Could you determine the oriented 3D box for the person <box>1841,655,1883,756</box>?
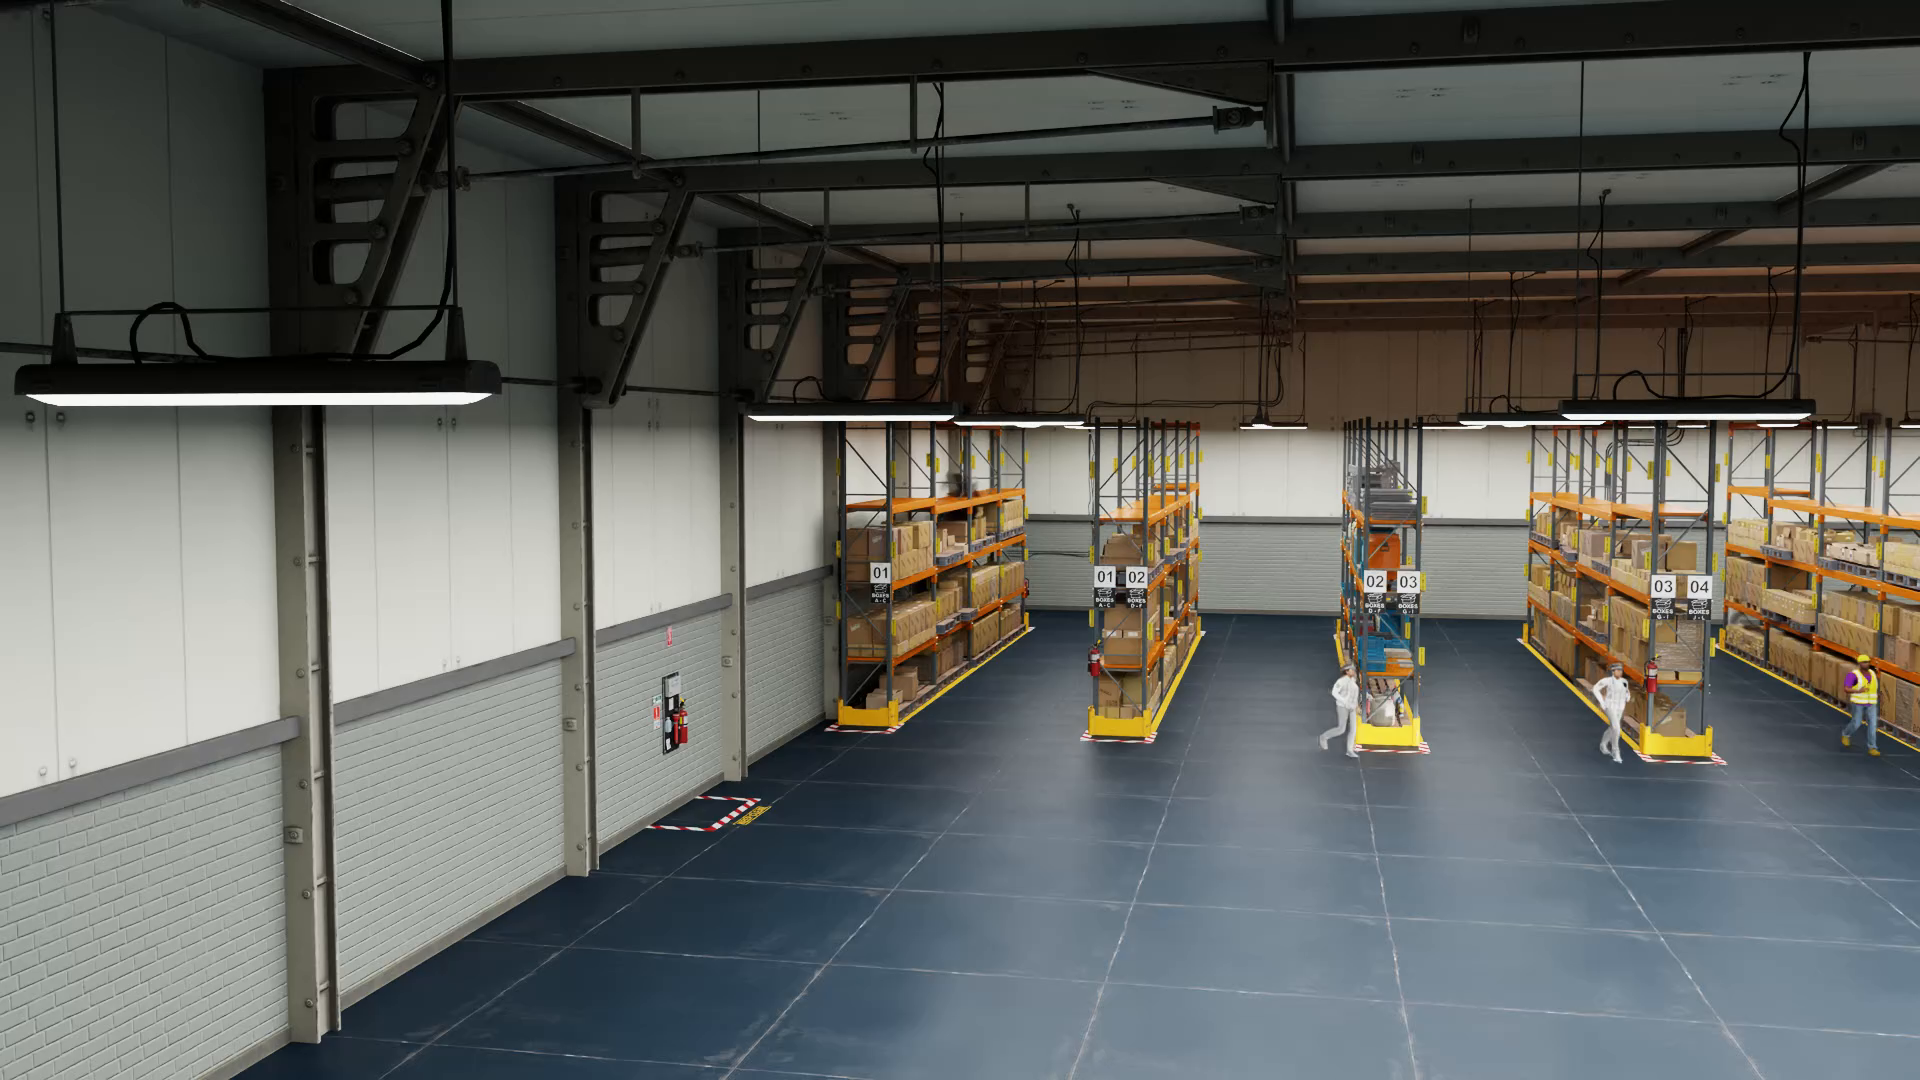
[{"bbox_3d":[16.063,2.908,29.569,0.712,1.744,0.961,0,4,0],"label":"person"}]

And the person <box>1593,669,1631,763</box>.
[{"bbox_3d":[11.438,3.021,29.123,0.603,1.699,0.711,-1,4,-16],"label":"person"}]

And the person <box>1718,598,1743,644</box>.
[{"bbox_3d":[20.982,1.928,45.003,0.935,1.806,0.669,1,4,9],"label":"person"}]

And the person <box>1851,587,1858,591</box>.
[{"bbox_3d":[24.046,2.048,44.756,0.690,1.535,0.566,1,4,20],"label":"person"}]

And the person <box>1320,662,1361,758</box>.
[{"bbox_3d":[6.872,2.980,29.503,0.675,1.645,0.840,-3,5,-37],"label":"person"}]
